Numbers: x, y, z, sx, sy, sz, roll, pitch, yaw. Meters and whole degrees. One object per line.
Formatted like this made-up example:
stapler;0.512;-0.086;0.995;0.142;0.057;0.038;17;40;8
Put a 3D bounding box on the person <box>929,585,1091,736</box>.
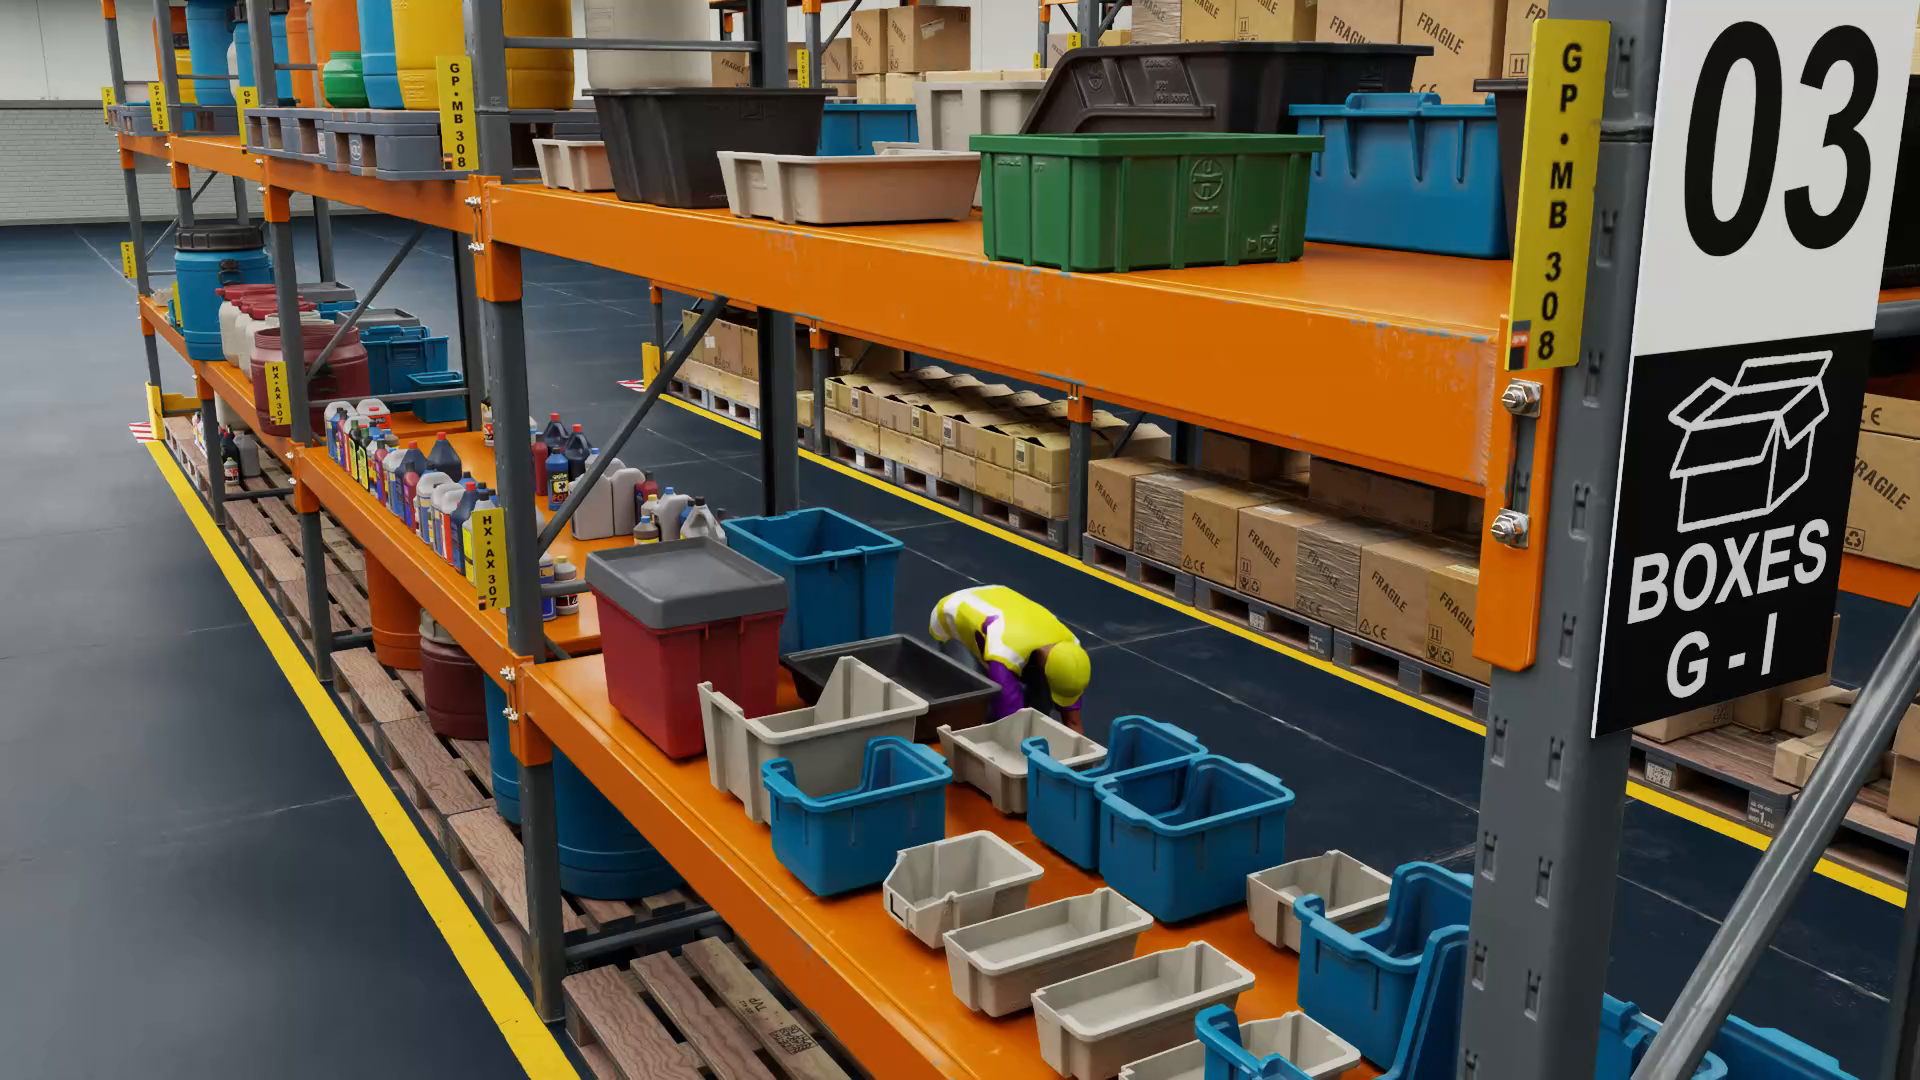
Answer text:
person;0.261;0.690;7.635;0.513;0.885;0.979;-9;17;-32
